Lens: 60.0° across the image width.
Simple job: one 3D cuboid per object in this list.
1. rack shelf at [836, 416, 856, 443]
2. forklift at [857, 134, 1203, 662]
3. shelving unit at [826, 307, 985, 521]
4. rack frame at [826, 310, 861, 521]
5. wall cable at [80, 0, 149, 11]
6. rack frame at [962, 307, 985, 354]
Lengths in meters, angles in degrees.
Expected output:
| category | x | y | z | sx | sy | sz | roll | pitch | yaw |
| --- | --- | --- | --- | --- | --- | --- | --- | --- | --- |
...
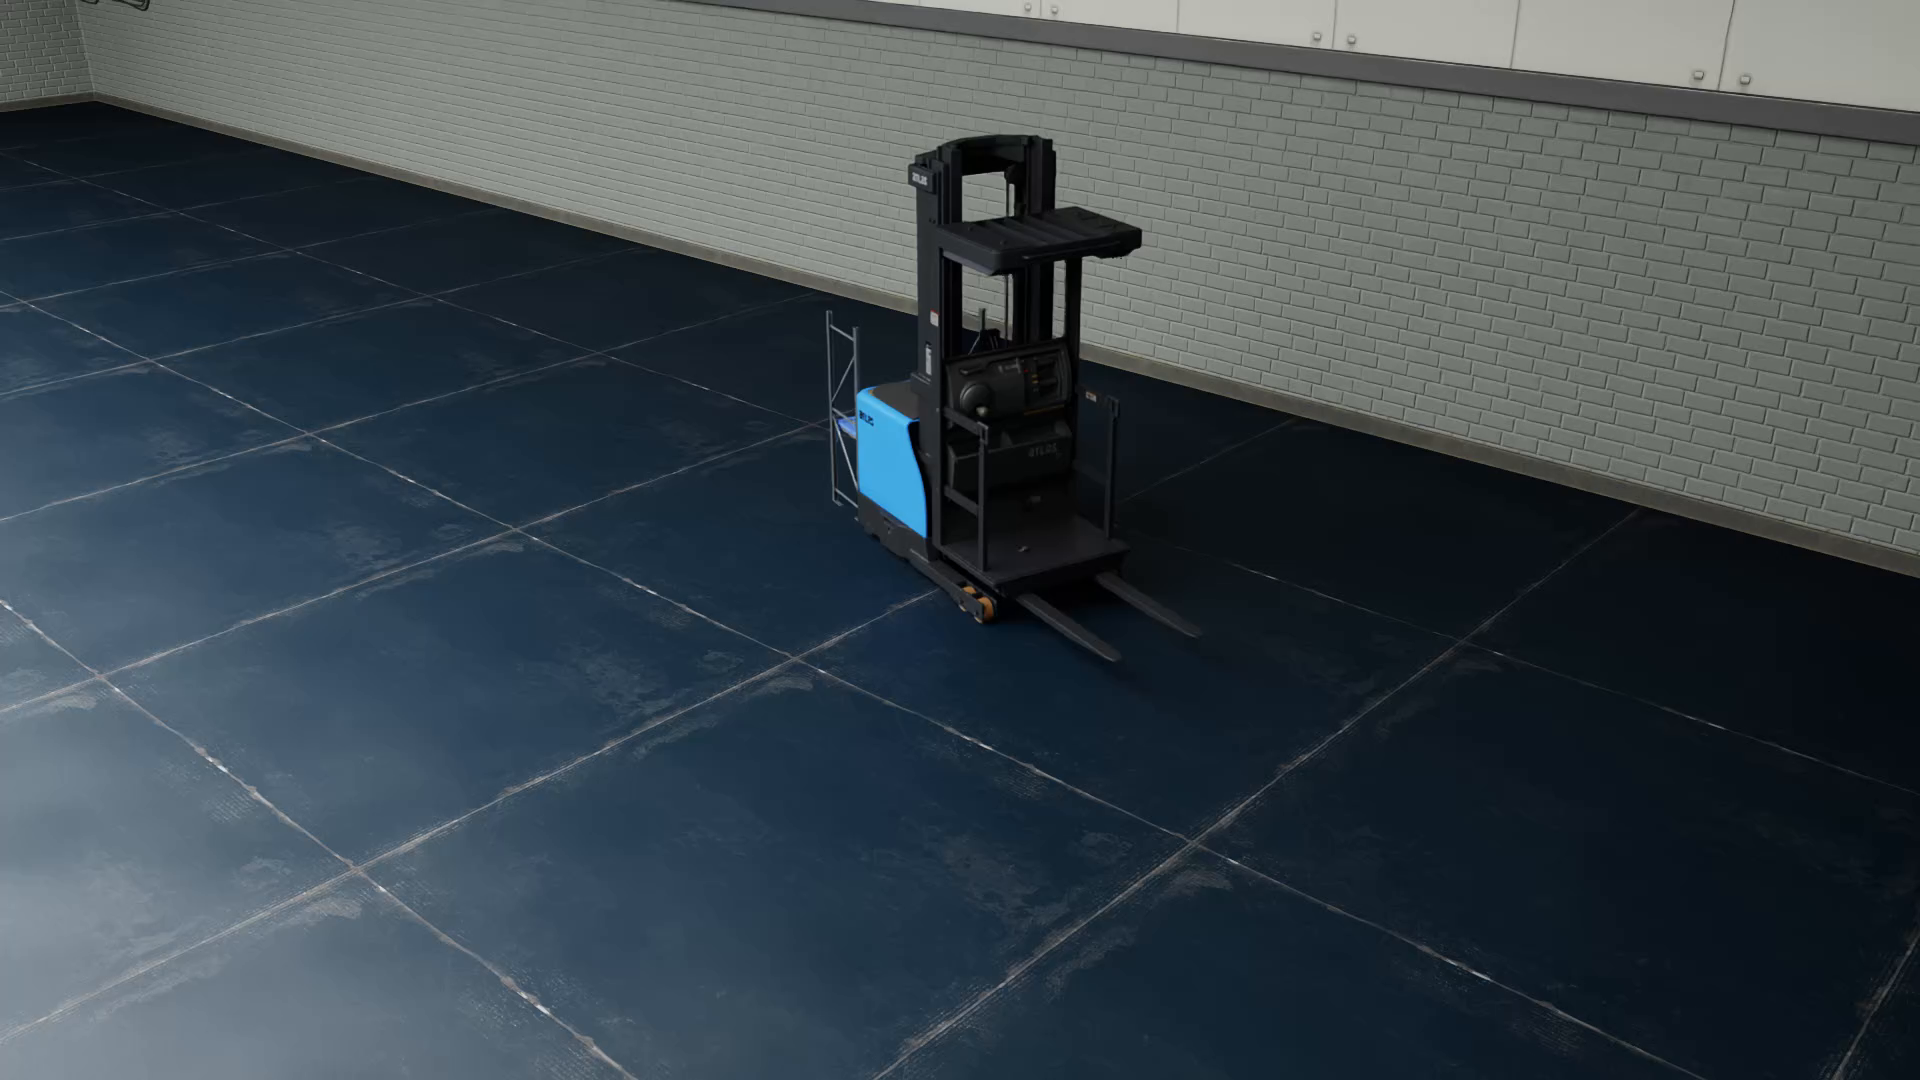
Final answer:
| category | x | y | z | sx | sy | sz | roll | pitch | yaw |
| --- | --- | --- | --- | --- | --- | --- | --- | --- | --- |
| rack shelf | -0.396 | -0.835 | 12.517 | 1.000 | 0.185 | 0.538 | -13 | 27 | -26 |
| forklift | 0.436 | -1.013 | 10.725 | 1.130 | 2.935 | 3.031 | -14 | 28 | -28 |
| shelving unit | -0.396 | -0.999 | 12.443 | 1.048 | 1.500 | 0.538 | -13 | 27 | -26 |
| rack frame | -0.842 | -0.899 | 12.220 | 0.032 | 1.500 | 0.500 | -13 | 27 | -26 |
| wall cable | -14.192 | -10.039 | 27.235 | 3.097 | 2.526 | 0.112 | 20 | 31 | 38 |
| rack frame | 0.050 | -1.099 | 12.666 | 0.032 | 1.500 | 0.500 | -13 | 27 | -26 |
